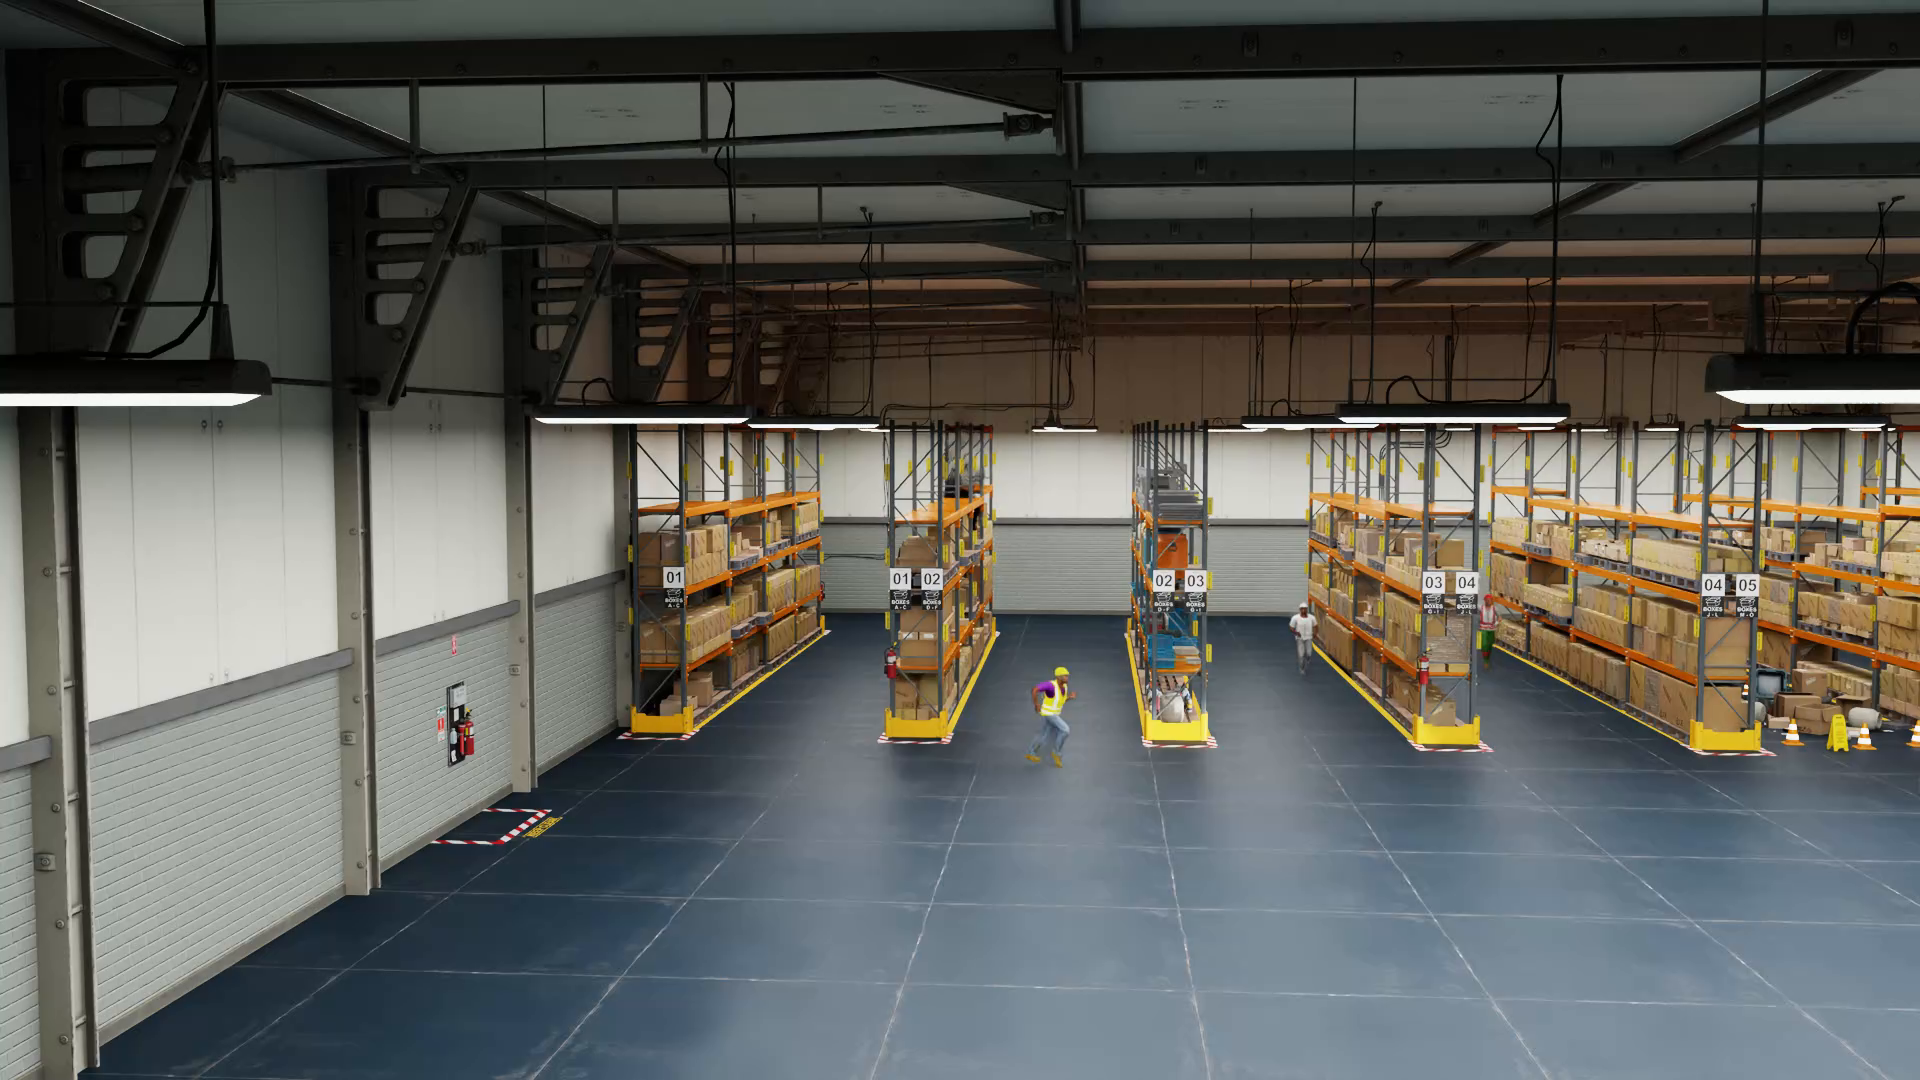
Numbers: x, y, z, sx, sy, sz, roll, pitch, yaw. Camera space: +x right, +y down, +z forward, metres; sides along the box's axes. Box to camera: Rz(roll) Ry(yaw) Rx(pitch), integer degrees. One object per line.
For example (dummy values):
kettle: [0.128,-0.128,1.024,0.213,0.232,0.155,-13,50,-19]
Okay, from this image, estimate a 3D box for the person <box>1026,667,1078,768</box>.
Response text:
person: [1.562,3.044,28.690,0.929,1.736,0.685,2,4,23]

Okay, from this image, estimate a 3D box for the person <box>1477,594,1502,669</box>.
person: [13.017,2.233,41.001,0.658,1.799,0.936,1,4,10]

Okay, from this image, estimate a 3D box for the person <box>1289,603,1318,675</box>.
person: [8.194,2.358,39.593,0.698,1.723,0.579,0,4,4]
